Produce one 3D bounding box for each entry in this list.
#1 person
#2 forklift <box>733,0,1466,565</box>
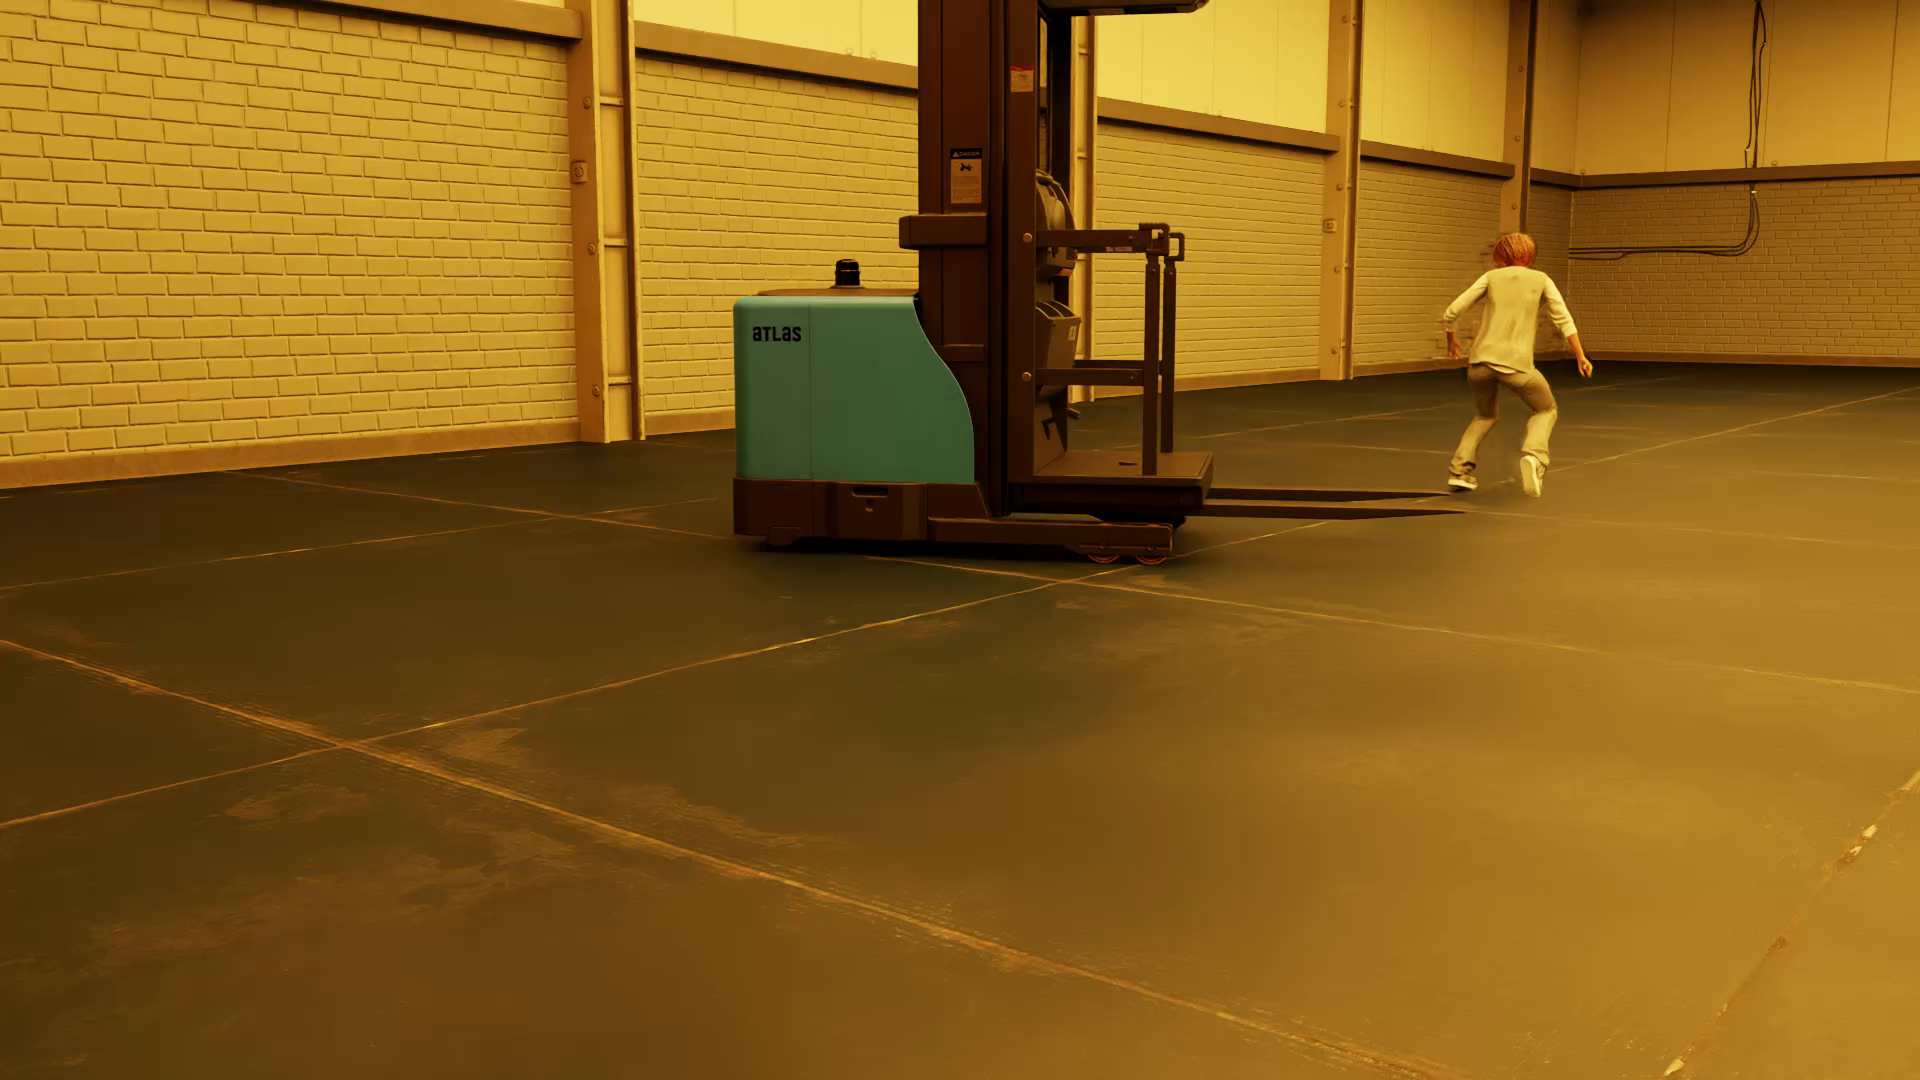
[{"bbox_3d":[3.051,-0.953,9.120,0.843,1.453,0.445,5,10,31],"label":"person"},{"bbox_3d":[0.599,-1.433,7.077,3.031,2.935,1.130,2,8,11],"label":"forklift"}]
